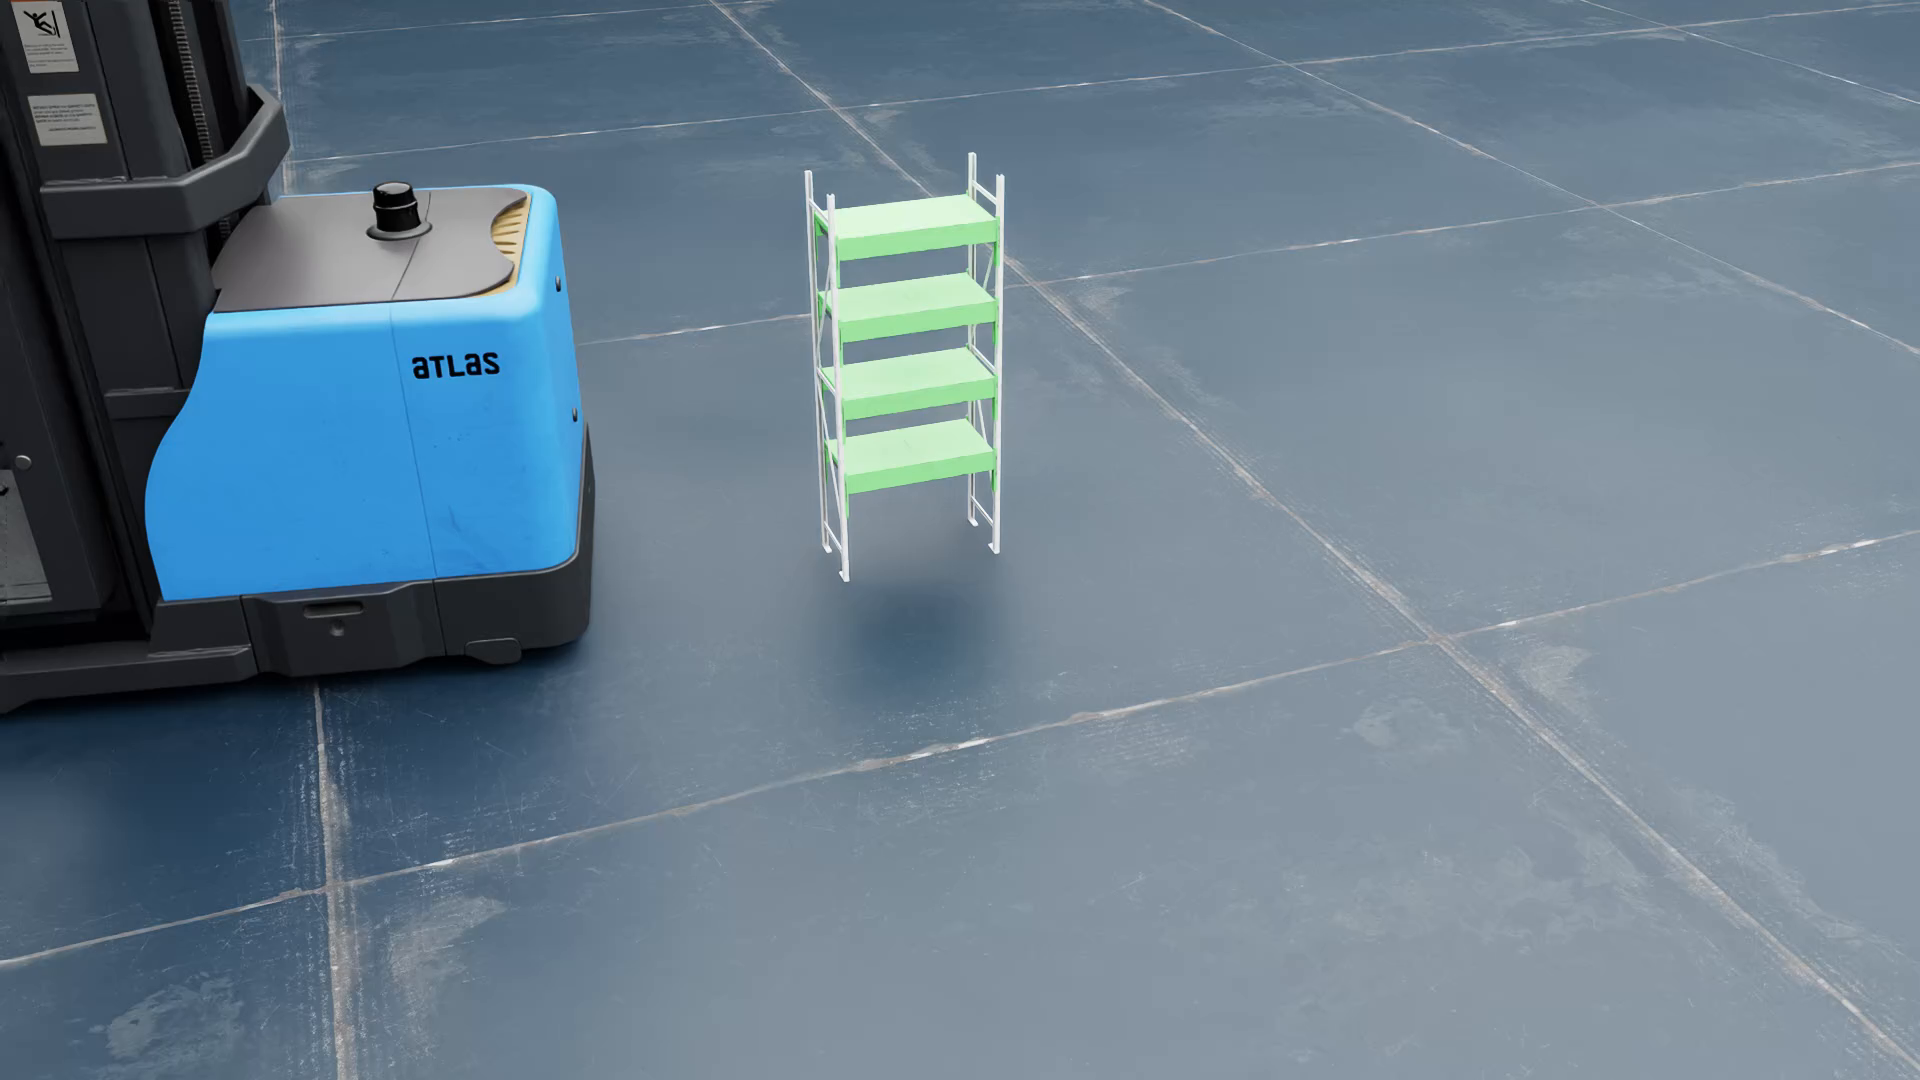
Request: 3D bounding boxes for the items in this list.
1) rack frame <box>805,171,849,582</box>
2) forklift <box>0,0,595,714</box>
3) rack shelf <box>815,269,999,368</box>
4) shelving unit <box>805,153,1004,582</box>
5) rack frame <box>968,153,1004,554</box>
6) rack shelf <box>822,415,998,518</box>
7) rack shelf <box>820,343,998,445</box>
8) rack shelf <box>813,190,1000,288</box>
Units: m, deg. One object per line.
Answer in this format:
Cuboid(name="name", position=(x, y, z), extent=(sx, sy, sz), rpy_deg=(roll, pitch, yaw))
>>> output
Cuboid(name="rack frame", position=(-0.384, -0.451, 4.829), extent=(0.015, 1.200, 0.240), rpy_deg=(-10, 31, -18))
Cuboid(name="forklift", position=(-2.610, -1.055, 4.142), extent=(3.031, 2.935, 1.130), rpy_deg=(-5, 30, -8))
Cuboid(name="rack shelf", position=(-0.155, -0.646, 4.816), extent=(0.480, 0.148, 0.258), rpy_deg=(-10, 31, -18))
Cuboid(name="shelving unit", position=(-0.155, -0.493, 4.903), extent=(0.503, 1.200, 0.258), rpy_deg=(-10, 31, -18))
Cuboid(name="rack frame", position=(0.074, -0.535, 4.977), extent=(0.015, 1.200, 0.240), rpy_deg=(-10, 31, -18))
Cuboid(name="rack shelf", position=(-0.155, -0.229, 5.053), extent=(0.480, 0.148, 0.258), rpy_deg=(-10, 31, -18))
Cuboid(name="rack shelf", position=(-0.155, -0.437, 4.934), extent=(0.480, 0.148, 0.258), rpy_deg=(-10, 31, -18))
Cuboid(name="rack shelf", position=(-0.155, -0.854, 4.697), extent=(0.480, 0.148, 0.258), rpy_deg=(-10, 31, -18))
